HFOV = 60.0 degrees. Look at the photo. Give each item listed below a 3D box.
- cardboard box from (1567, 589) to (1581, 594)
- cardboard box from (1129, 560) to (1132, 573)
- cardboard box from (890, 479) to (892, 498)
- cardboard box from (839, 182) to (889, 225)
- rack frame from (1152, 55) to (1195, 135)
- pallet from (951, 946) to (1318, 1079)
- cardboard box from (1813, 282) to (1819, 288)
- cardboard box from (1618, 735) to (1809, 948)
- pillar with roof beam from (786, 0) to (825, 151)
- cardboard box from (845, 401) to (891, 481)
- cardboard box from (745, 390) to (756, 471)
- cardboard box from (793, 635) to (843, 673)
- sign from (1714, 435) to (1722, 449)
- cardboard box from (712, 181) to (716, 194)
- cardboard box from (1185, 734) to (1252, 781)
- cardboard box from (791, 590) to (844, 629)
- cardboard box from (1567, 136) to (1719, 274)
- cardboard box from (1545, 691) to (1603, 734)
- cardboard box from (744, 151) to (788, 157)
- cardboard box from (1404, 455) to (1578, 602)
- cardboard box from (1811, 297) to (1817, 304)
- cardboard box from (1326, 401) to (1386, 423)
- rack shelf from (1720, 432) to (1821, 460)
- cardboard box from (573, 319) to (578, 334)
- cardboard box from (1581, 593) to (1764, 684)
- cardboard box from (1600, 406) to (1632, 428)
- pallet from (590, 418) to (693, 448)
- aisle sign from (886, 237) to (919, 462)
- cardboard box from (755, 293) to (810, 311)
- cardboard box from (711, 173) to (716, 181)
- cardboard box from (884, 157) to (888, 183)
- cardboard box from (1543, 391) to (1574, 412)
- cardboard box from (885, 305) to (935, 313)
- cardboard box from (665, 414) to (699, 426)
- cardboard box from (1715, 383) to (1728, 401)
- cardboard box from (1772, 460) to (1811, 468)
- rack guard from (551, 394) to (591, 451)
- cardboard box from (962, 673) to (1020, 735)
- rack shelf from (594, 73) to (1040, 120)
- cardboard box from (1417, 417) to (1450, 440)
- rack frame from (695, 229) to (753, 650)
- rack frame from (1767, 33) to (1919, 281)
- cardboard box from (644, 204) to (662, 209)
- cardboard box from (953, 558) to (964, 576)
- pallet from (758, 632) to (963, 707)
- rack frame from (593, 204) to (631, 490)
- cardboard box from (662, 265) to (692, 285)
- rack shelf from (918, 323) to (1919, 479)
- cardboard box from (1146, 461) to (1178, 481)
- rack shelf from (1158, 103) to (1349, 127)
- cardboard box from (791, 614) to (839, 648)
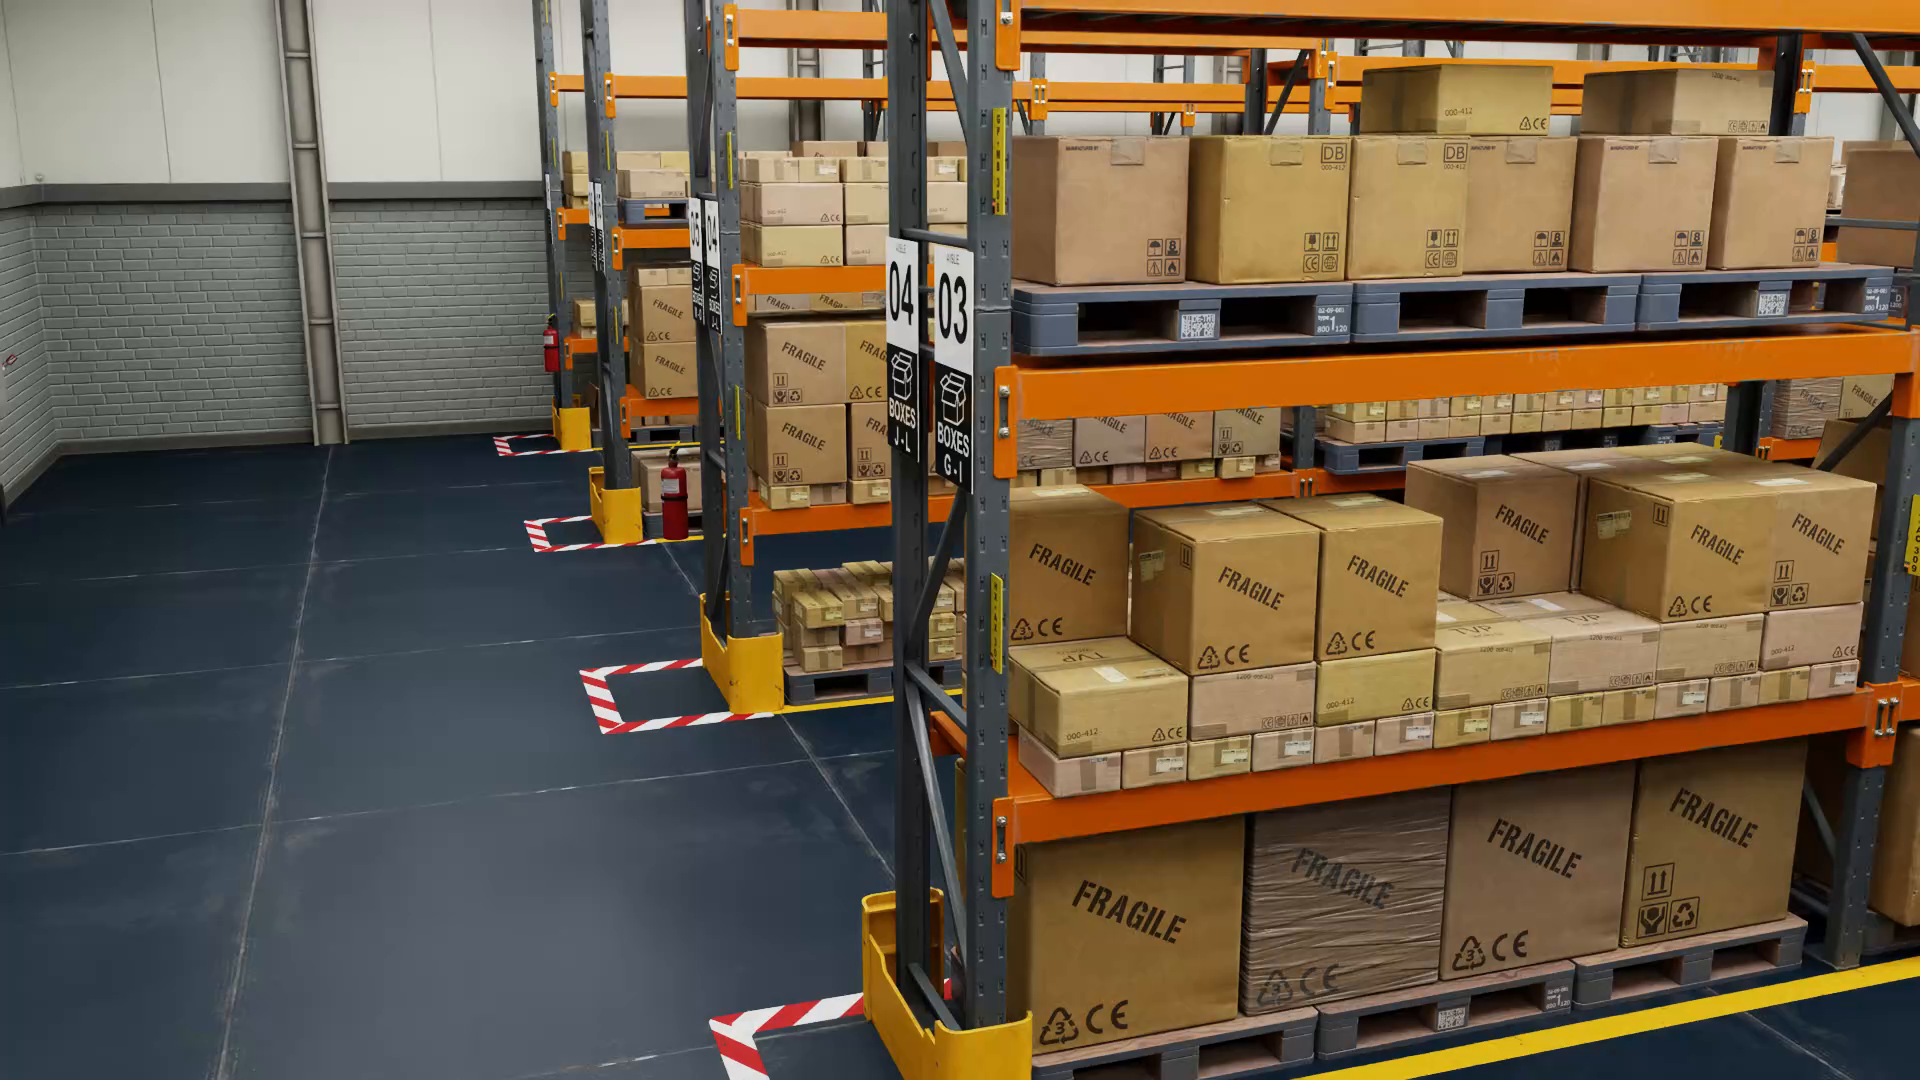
[{"bbox_3d":[2.740,0.263,7.345,0.500,0.250,0.500,-5,14,-18],"label":"cardboard box"},{"bbox_3d":[1.267,0.252,11.675,0.250,0.149,0.380,-4,14,-16],"label":"cardboard box"},{"bbox_3d":[-0.422,-0.394,10.965,0.250,0.149,0.380,-4,14,-15],"label":"cardboard box"},{"bbox_3d":[-0.543,-2.122,10.452,0.500,0.250,0.500,-5,14,-19],"label":"cardboard box"},{"bbox_3d":[2.785,-6.154,21.676,0.127,3.000,1.000,-4,14,-18],"label":"rack frame"},{"bbox_3d":[0.683,1.897,6.818,1.213,0.211,1.003,-4,14,-18],"label":"pallet"},{"bbox_3d":[9.625,-3.171,19.080,0.500,0.500,0.700,-5,14,-19],"label":"cardboard box"},{"bbox_3d":[3.090,1.182,7.483,0.875,0.875,0.875,-4,14,-18],"label":"cardboard box"},{"bbox_3d":[-0.580,-5.061,17.081,0.400,9.000,9.100,-4,14,-18],"label":"pillar with roof beam"},{"bbox_3d":[-0.523,-0.690,10.808,0.500,0.500,0.500,-4,14,-18],"label":"cardboard box"},{"bbox_3d":[-1.192,-0.762,11.111,0.500,0.500,0.500,-4,14,-17],"label":"cardboard box"},{"bbox_3d":[-0.937,0.736,10.929,0.250,0.149,0.380,-4,14,-17],"label":"cardboard box"},{"bbox_3d":[3.559,-0.322,7.789,0.005,0.325,0.100,-4,14,-18],"label":"sign"},{"bbox_3d":[-2.106,-3.177,15.060,0.250,0.149,0.380,-4,14,-16],"label":"cardboard box"},{"bbox_3d":[0.877,0.747,6.171,0.250,0.149,0.380,-5,14,-19],"label":"cardboard box"},{"bbox_3d":[-0.931,0.450,10.842,0.250,0.149,0.380,-5,14,-21],"label":"cardboard box"},{"bbox_3d":[2.508,-1.330,6.537,0.500,0.500,0.700,-4,14,-15],"label":"cardboard box"},{"bbox_3d":[2.339,0.633,6.650,0.250,0.149,0.380,-5,14,-19],"label":"cardboard box"},{"bbox_3d":[-2.369,-4.550,20.014,0.500,0.250,0.500,-4,14,-17],"label":"cardboard box"},{"bbox_3d":[2.245,-0.062,7.088,0.500,0.500,0.500,-5,14,-20],"label":"cardboard box"},{"bbox_3d":[6.954,-1.673,13.423,0.500,0.500,0.700,-5,14,-19],"label":"cardboard box"},{"bbox_3d":[2.775,-0.929,11.665,0.250,0.149,0.380,-4,14,-17],"label":"cardboard box"},{"bbox_3d":[7.942,-0.867,13.966,4.000,0.370,1.077,-4,14,-18],"label":"rack shelf"},{"bbox_3d":[-4.569,-2.606,20.268,0.250,0.149,0.380,-5,14,-19],"label":"cardboard box"},{"bbox_3d":[2.917,0.379,6.857,0.500,0.250,0.500,-4,14,-16],"label":"cardboard box"},{"bbox_3d":[4.754,-0.939,12.351,0.250,0.149,0.380,-5,14,-21],"label":"cardboard box"},{"bbox_3d":[-3.970,-1.353,20.483,1.213,0.211,1.003,-4,14,-18],"label":"pallet"},{"bbox_3d":[-0.214,-0.708,6.129,0.004,0.787,0.394,-4,14,-18],"label":"aisle sign"},{"bbox_3d":[-1.692,-2.144,15.405,0.500,0.500,0.500,-5,14,-18],"label":"cardboard box"},{"bbox_3d":[-2.842,-4.269,19.916,0.500,0.250,0.500,-5,14,-19],"label":"cardboard box"},{"bbox_3d":[-0.398,-2.313,10.391,0.250,0.149,0.380,-4,14,-17],"label":"cardboard box"},{"bbox_3d":[4.257,-1.045,12.152,0.250,0.149,0.380,-5,14,-19],"label":"cardboard box"},{"bbox_3d":[-0.211,-1.324,11.316,0.500,0.500,0.500,-4,14,-15],"label":"cardboard box"},{"bbox_3d":[-3.365,-1.712,20.461,0.500,0.500,0.700,-4,14,-16],"label":"cardboard box"},{"bbox_3d":[5.723,-1.159,12.635,0.250,0.149,0.380,-4,14,-17],"label":"cardboard box"},{"bbox_3d":[6.652,-0.204,13.580,0.750,0.750,1.050,-5,14,-19],"label":"cardboard box"},{"bbox_3d":[-4.725,-1.435,20.201,0.348,0.500,1.175,-4,14,-18],"label":"rack guard"},{"bbox_3d":[0.183,0.640,6.618,0.250,0.149,0.380,-4,14,-17],"label":"cardboard box"},{"bbox_3d":[-1.315,-4.078,15.369,4.000,0.370,1.077,-4,14,-18],"label":"rack shelf"},{"bbox_3d":[3.274,-0.823,11.865,0.250,0.149,0.380,-4,14,-18],"label":"cardboard box"},{"bbox_3d":[-1.536,-0.479,10.780,0.127,3.000,1.000,-4,14,-18],"label":"rack frame"},{"bbox_3d":[3.741,-2.597,6.722,0.127,3.000,1.000,-4,14,-18],"label":"rack frame"},{"bbox_3d":[-3.663,-3.991,19.607,0.250,0.149,0.380,-4,14,-17],"label":"cardboard box"},{"bbox_3d":[0.134,0.235,11.749,0.250,0.149,0.380,-5,14,-20],"label":"cardboard box"},{"bbox_3d":[-0.683,0.820,11.346,1.213,0.211,1.003,-4,14,-18],"label":"pallet"},{"bbox_3d":[-3.210,-1.557,15.313,0.127,3.000,1.000,-4,14,-18],"label":"rack frame"},{"bbox_3d":[-2.560,-2.408,15.112,0.250,0.149,0.380,-4,14,-17],"label":"cardboard box"},{"bbox_3d":[1.846,-0.640,6.532,4.000,0.370,1.077,-4,14,-18],"label":"rack shelf"},{"bbox_3d":[1.311,-0.526,11.521,0.250,0.149,0.380,-5,14,-20],"label":"cardboard box"},{"bbox_3d":[4.681,-5.757,22.426,4.000,0.370,1.077,-4,14,-18],"label":"rack shelf"},{"bbox_3d":[-0.957,0.577,10.953,0.250,0.149,0.380,-4,14,-16],"label":"cardboard box"}]
